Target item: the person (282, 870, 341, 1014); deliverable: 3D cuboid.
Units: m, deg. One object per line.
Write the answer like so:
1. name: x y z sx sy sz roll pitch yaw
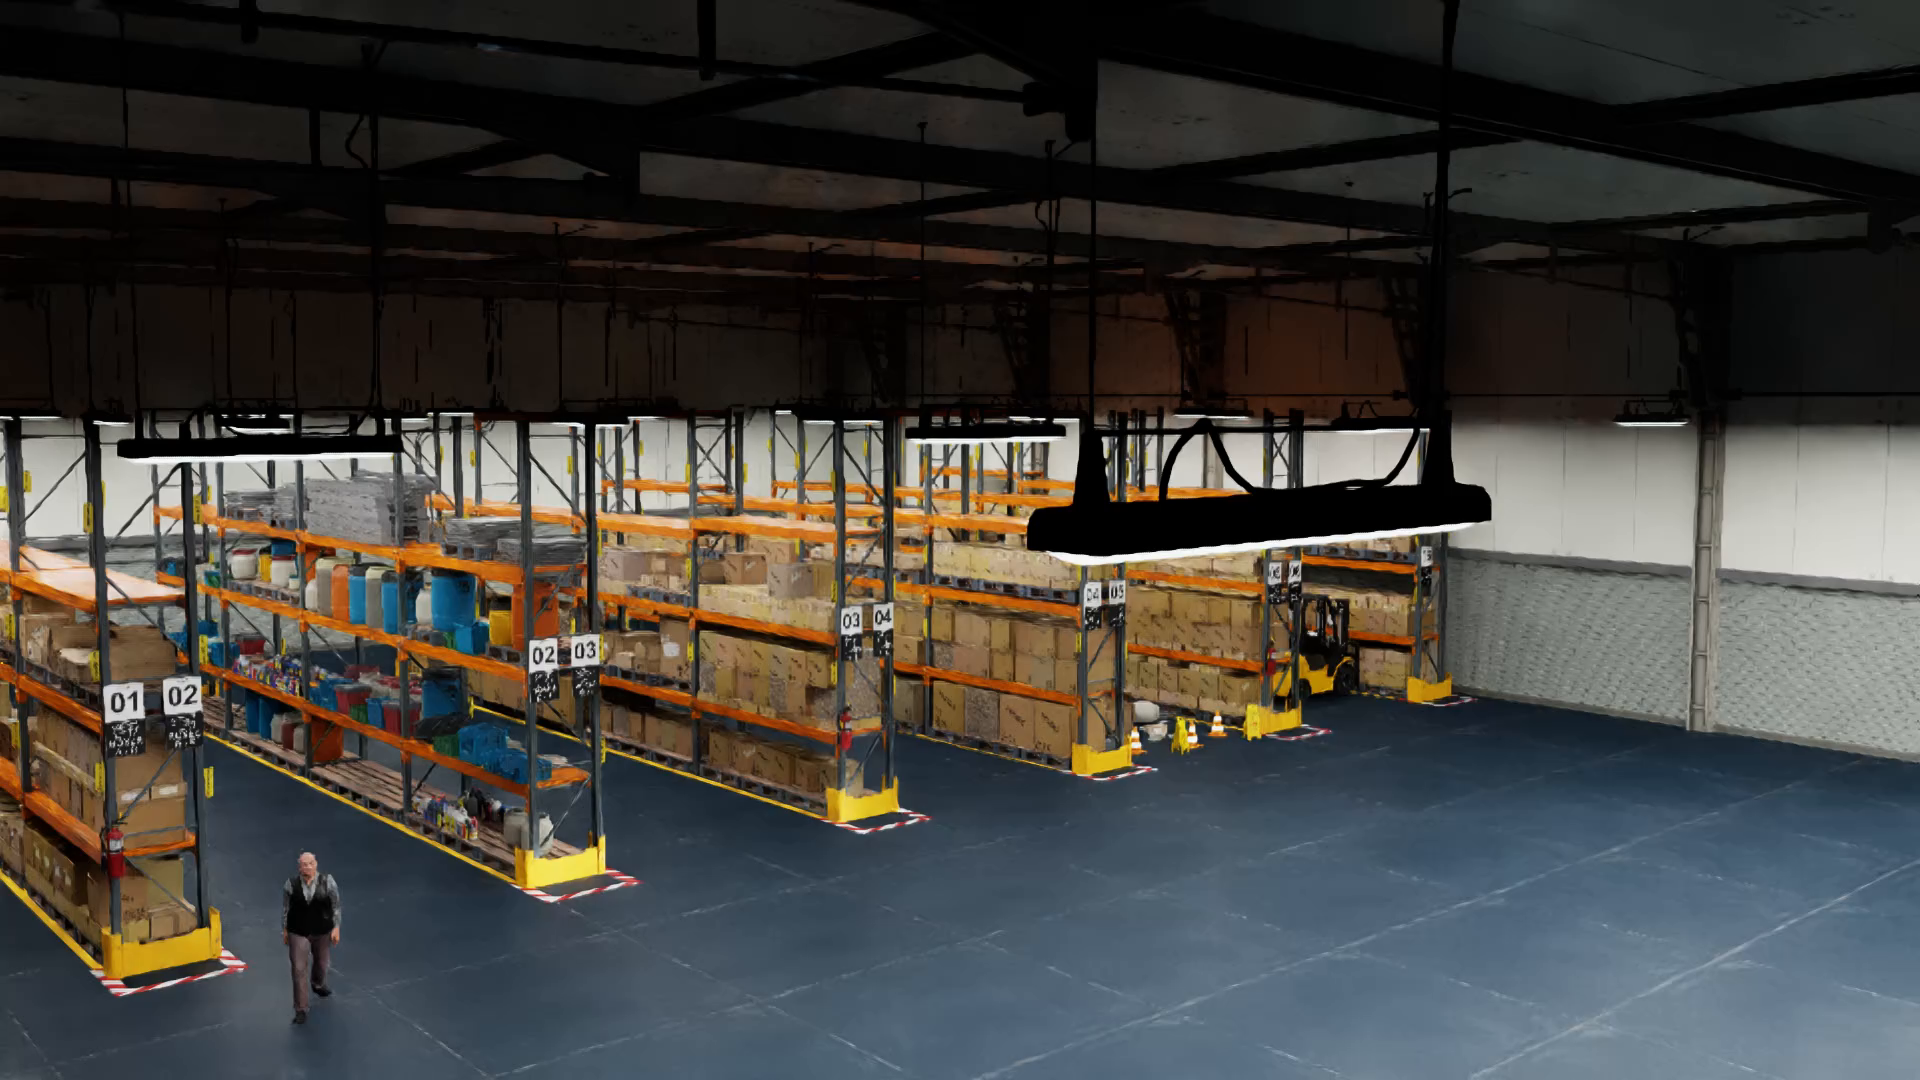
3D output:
1. person: -6.665 4.058 17.098 0.559 1.439 0.775 -2 6 -25
